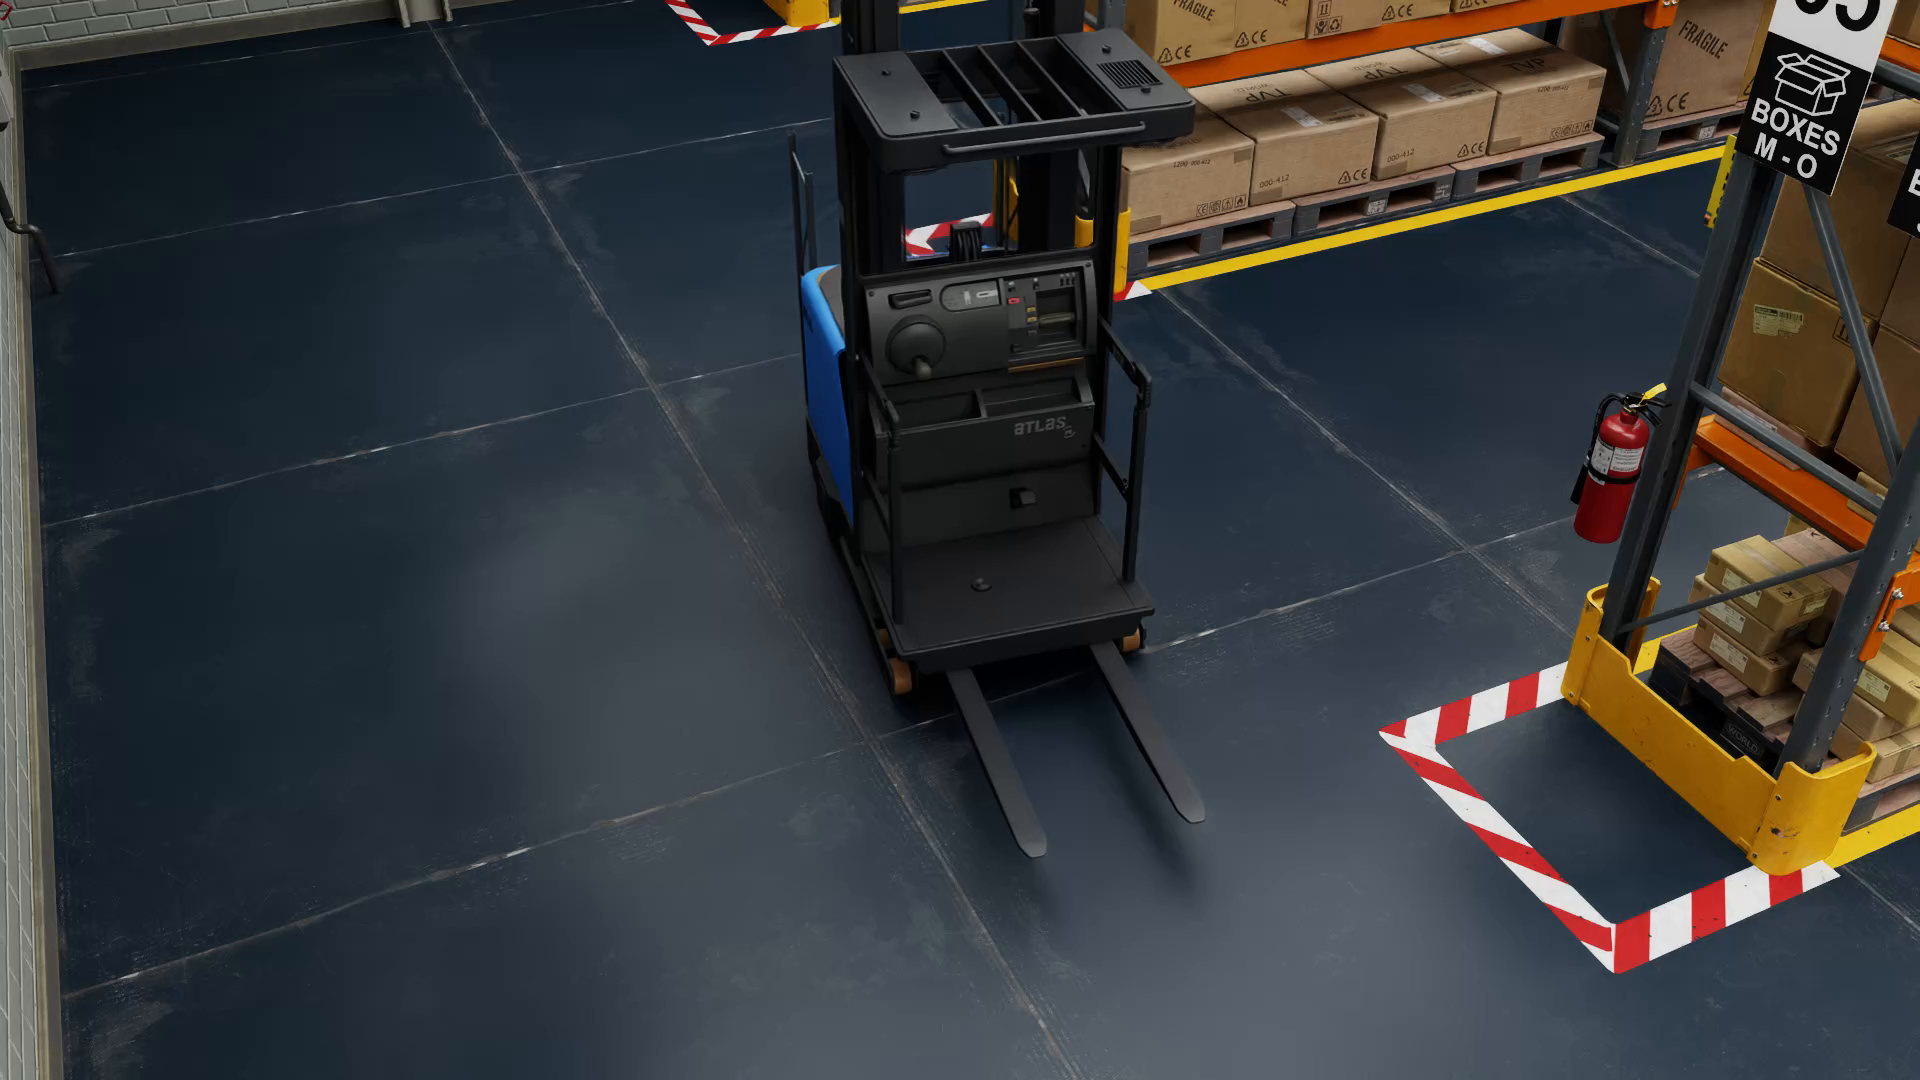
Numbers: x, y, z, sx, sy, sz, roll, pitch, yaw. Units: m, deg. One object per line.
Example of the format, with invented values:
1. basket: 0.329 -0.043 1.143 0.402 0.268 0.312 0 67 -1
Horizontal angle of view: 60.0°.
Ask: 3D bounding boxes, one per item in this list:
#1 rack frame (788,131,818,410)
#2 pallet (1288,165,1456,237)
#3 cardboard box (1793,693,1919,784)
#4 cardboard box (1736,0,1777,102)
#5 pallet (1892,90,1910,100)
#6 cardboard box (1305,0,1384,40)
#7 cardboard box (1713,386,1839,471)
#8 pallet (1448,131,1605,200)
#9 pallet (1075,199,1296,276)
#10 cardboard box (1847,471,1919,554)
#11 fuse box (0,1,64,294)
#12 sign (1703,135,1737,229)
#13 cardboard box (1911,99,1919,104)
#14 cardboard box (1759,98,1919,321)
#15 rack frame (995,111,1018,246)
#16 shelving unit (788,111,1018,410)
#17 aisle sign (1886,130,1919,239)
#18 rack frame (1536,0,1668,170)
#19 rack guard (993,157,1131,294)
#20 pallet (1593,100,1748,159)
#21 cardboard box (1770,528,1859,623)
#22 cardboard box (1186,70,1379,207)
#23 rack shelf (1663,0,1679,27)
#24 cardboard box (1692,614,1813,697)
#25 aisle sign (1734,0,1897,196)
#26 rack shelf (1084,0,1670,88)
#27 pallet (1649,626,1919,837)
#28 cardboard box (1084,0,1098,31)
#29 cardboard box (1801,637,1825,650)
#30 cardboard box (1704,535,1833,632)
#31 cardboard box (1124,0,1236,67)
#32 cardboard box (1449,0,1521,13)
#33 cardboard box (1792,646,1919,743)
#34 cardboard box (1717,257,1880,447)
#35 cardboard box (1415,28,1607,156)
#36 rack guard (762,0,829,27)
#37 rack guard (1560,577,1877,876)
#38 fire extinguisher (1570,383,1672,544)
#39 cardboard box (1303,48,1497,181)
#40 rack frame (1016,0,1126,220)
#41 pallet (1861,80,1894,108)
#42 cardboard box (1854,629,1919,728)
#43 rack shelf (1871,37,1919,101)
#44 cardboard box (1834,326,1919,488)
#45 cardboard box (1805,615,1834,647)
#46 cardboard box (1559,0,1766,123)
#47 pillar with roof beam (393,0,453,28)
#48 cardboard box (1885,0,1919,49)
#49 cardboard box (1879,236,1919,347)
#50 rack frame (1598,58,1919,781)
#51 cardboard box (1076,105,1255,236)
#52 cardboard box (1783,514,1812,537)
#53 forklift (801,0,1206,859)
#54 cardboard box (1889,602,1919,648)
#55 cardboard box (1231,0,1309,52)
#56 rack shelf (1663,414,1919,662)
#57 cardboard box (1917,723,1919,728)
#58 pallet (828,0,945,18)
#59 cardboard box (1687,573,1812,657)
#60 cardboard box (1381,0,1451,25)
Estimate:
1. rack frame: -0.735 -1.177 8.079 0.032 1.500 0.500 -8 37 -11
2. pallet: 2.404 -2.374 10.774 1.213 0.211 1.003 -16 39 -20
3. cardboard box: 3.415 0.717 6.306 0.250 0.149 0.380 -15 39 -19
4. cardboard box: 5.573 -3.704 11.657 0.875 0.875 0.875 -14 39 -19
5. pallet: 7.107 -3.689 12.547 1.213 0.211 1.003 -16 39 -20
6. cardboard box: 2.081 -3.212 9.479 0.500 0.500 0.500 -16 39 -20
7. cardboard box: 2.980 -0.433 6.027 0.250 0.149 0.380 -16 39 -20
8. pallet: 3.510 -2.685 11.193 1.213 0.211 1.003 -16 39 -20
9. pallet: 1.301 -2.068 10.361 1.213 0.211 1.003 -16 39 -20
10. cardboard box: 3.238 -0.104 5.583 0.250 0.149 0.380 -16 39 -20
11. fuse box: -5.245 -2.156 9.220 0.414 1.711 0.539 -16 39 -20
12. sign: 2.587 -1.196 5.607 0.005 0.325 0.100 -16 39 -20
13. cardboard box: 3.572 -1.239 5.729 0.500 0.500 0.500 -17 40 -21
14. cardboard box: 3.114 -1.111 5.556 0.500 0.500 0.500 -16 40 -21
15. rack frame: 0.251 -1.323 8.275 0.032 1.500 0.500 -8 37 -11
16. shelving unit: -0.242 -1.250 8.177 1.048 1.500 0.538 -8 37 -11
17. aisle sign: 2.866 -1.163 4.618 0.004 0.787 0.394 -16 39 -20
18. rack frame: 4.231 -3.956 10.565 0.127 3.000 1.000 -16 39 -20
19. rack guard: 0.589 -1.933 9.937 0.348 0.500 1.175 -16 39 -20
20. pallet: 4.898 -3.072 11.714 1.213 0.211 1.003 -16 39 -20
21. cardboard box: 3.429 0.135 6.591 0.250 0.149 0.380 -15 39 -19
22. cardboard box: 1.990 -2.540 10.455 0.875 0.438 0.875 -15 39 -19
23. rack shelf: 6.042 -4.173 11.462 4.000 0.370 1.077 -16 39 -20
24. cardboard box: 3.193 0.431 6.691 0.250 0.149 0.380 -15 39 -19
25. aisle sign: 2.612 -1.487 5.054 0.004 0.787 0.394 -16 39 -20
26. rack shelf: 2.421 -3.161 10.097 4.000 0.370 1.077 -16 39 -20
27. pallet: 3.624 0.615 6.744 1.213 0.211 1.003 -16 39 -20
28. cardboard box: 0.935 -3.248 9.527 0.500 0.500 0.500 -15 39 -20
29. cardboard box: 3.383 0.312 6.852 0.250 0.149 0.380 -14 39 -19
30. cardboard box: 3.177 0.167 6.548 0.250 0.149 0.380 -15 39 -19
31. cardboard box: 1.167 -2.950 9.125 0.500 0.500 0.500 -16 39 -20
32. cardboard box: 3.008 -3.472 9.830 0.500 0.500 0.500 -16 40 -21
33. cardboard box: 3.388 0.563 6.263 0.250 0.149 0.380 -14 39 -18
34. cardboard box: 3.103 -0.711 5.858 0.500 0.500 0.500 -15 39 -19
35. cardboard box: 3.617 -2.994 11.067 0.875 0.438 0.875 -16 40 -21
36. rack guard: -1.433 -4.634 13.579 0.348 0.500 1.175 -16 39 -20
37. rack guard: 2.874 0.685 6.406 0.348 0.500 1.175 -16 39 -20
38. fire extinguisher: 2.381 -0.304 6.019 0.183 0.674 0.296 -16 39 -20
39. cardboard box: 2.807 -2.767 10.761 0.875 0.438 0.875 -17 40 -21
40. rack frame: 0.610 -2.943 9.200 0.127 3.000 1.000 -16 39 -20
41. pallet: 6.004 -3.383 12.134 1.213 0.211 1.003 -16 39 -20
42. cardboard box: 3.424 0.489 6.114 0.250 0.149 0.380 -17 40 -22
43. rack shelf: 4.616 -1.721 5.639 4.000 0.370 1.077 -16 39 -20
44. cardboard box: 3.329 -0.424 5.470 0.500 0.500 0.500 -14 39 -18
45. cardboard box: 3.421 0.233 6.709 0.250 0.149 0.380 -17 40 -21
46. cardboard box: 4.759 -3.471 11.343 0.875 0.875 0.875 -14 39 -19
47. pillar with roof beam: -2.497 -5.511 7.626 0.400 9.000 9.100 -16 39 -20
48. cardboard box: 3.104 -1.702 5.134 0.500 0.250 0.500 -16 40 -21
49. cardboard box: 3.324 -0.831 5.180 0.500 0.500 0.500 -16 39 -20
50. rack frame: 2.805 -0.299 5.636 0.127 3.000 1.000 -16 39 -20
51. cardboard box: 1.165 -2.304 10.136 0.875 0.438 0.875 -17 40 -21
52. cardboard box: 3.609 0.001 6.772 0.250 0.149 0.380 -16 40 -21
53. forklift: 0.151 -0.797 6.364 1.130 2.935 3.031 -10 38 -13
54. cardboard box: 3.622 0.354 6.296 0.250 0.149 0.380 -15 39 -19
55. cardboard box: 1.613 -3.093 9.318 0.500 0.500 0.500 -16 40 -21
56. rack shelf: 4.616 -0.517 6.532 4.000 0.370 1.077 -16 39 -20
57. cardboard box: 3.618 0.607 6.455 0.250 0.149 0.380 -16 39 -20
58. pallet: -0.712 -4.721 13.937 1.213 0.211 1.003 -16 39 -20
59. cardboard box: 3.162 0.270 6.659 0.250 0.149 0.380 -17 40 -21
60. cardboard box: 2.527 -3.348 9.662 0.500 0.500 0.500 -14 39 -18
